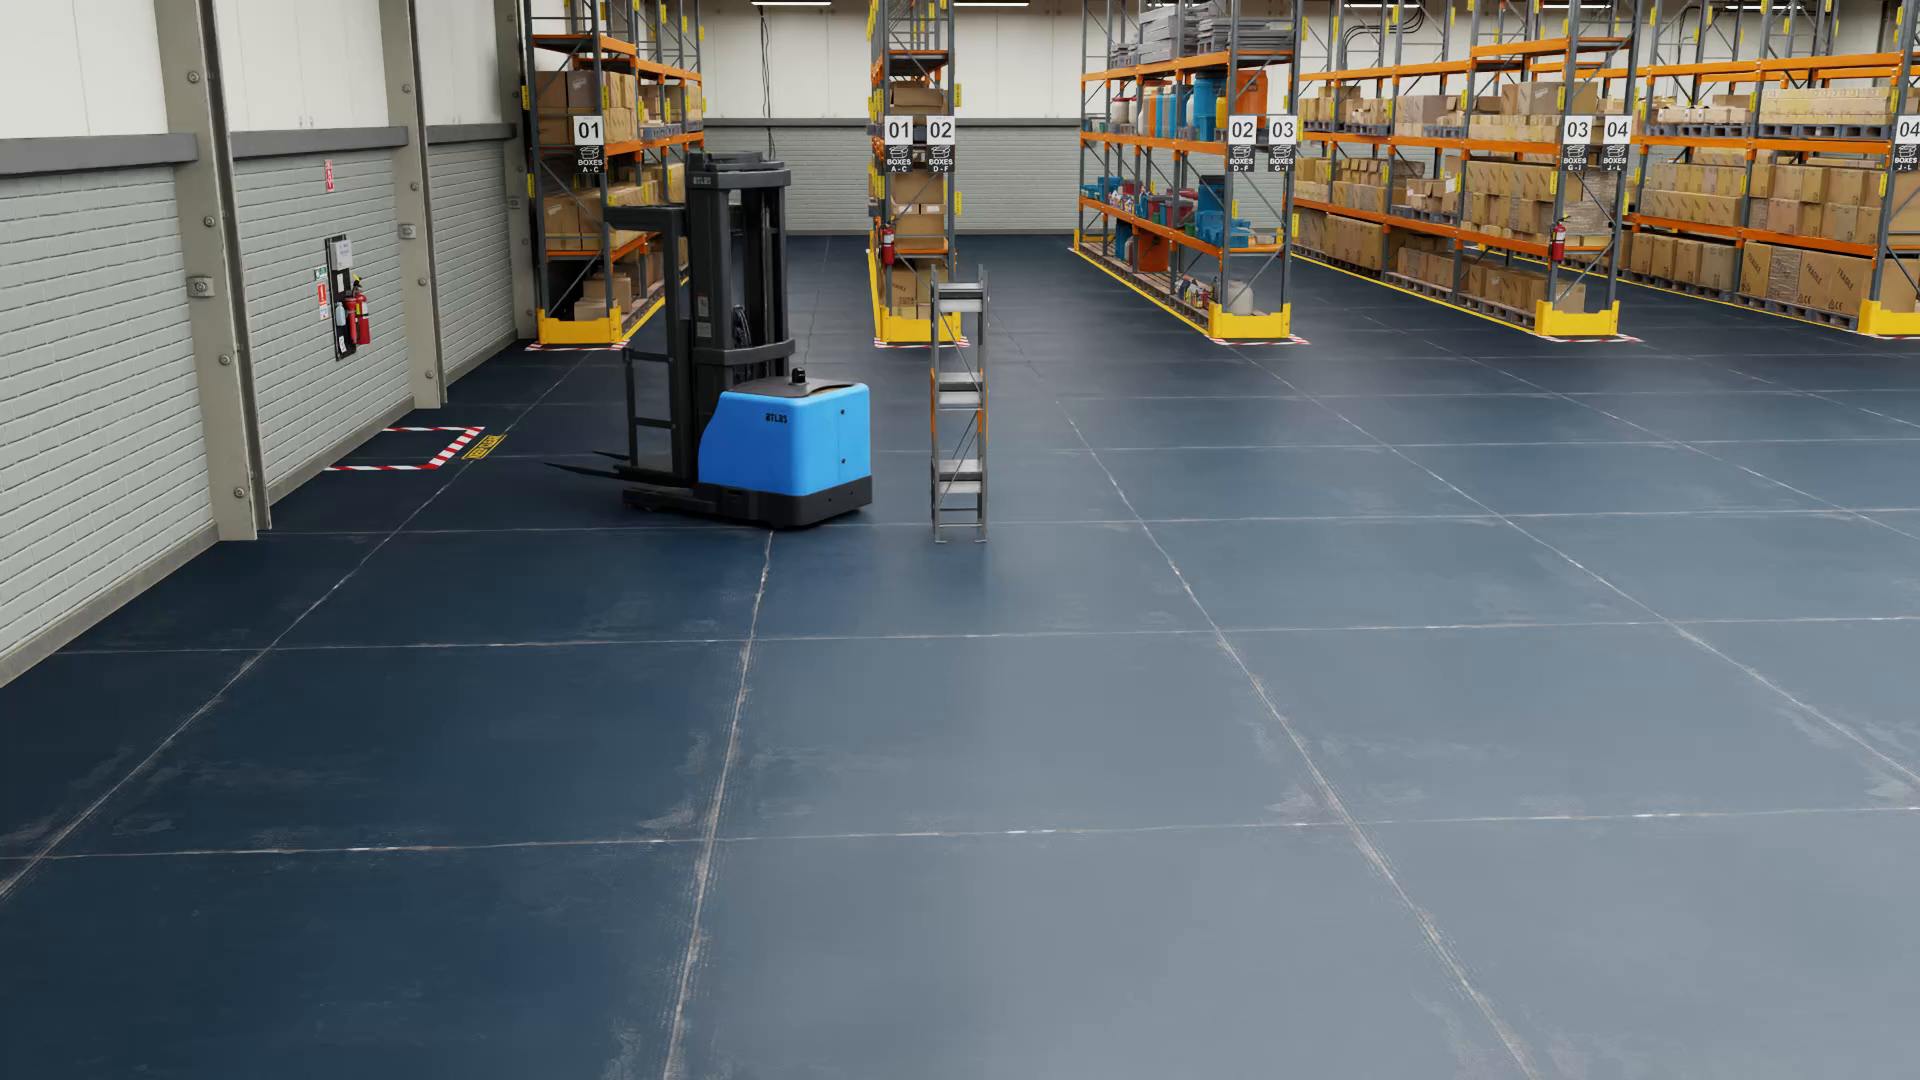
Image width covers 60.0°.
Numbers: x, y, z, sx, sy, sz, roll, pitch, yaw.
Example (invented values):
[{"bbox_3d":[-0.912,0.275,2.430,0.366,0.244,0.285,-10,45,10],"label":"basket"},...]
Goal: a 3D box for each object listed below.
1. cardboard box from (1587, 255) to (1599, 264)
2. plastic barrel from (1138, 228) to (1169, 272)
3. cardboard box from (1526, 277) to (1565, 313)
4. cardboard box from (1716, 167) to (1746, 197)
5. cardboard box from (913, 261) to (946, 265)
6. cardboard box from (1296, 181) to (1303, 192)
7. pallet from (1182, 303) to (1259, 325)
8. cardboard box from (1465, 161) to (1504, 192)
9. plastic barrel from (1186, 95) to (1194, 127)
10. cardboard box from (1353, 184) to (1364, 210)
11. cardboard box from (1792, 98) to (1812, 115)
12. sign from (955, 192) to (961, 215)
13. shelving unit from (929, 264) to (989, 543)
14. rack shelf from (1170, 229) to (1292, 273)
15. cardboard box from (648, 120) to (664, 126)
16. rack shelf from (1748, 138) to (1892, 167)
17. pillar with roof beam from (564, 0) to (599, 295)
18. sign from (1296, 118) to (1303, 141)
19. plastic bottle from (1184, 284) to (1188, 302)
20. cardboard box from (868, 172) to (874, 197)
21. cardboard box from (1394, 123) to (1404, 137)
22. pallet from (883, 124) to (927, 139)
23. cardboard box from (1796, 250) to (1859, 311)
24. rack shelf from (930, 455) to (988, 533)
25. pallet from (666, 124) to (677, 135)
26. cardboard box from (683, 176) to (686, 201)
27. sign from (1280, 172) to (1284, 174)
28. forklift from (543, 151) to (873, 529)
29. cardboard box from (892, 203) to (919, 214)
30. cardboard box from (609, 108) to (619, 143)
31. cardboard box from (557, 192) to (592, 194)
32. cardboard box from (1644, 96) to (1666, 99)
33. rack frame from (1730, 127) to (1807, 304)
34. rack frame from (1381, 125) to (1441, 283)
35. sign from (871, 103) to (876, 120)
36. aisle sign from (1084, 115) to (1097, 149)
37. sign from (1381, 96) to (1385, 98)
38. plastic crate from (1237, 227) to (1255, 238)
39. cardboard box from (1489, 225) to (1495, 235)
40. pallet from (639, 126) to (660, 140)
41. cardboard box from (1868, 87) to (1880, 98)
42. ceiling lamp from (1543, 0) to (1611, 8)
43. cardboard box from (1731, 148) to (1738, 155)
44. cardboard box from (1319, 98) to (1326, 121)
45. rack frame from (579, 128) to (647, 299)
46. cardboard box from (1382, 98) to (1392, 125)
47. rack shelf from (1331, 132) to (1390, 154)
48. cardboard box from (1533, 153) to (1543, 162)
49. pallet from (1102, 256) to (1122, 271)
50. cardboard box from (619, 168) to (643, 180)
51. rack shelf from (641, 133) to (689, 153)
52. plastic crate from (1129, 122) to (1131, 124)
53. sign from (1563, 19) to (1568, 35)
[{"bbox_3d":[13.386,-6.007,34.526,0.500,0.500,0.500,-2,15,-6],"label":"cardboard box"},{"bbox_3d":[3.818,-5.740,32.827,0.600,0.830,0.708,-1,14,-3],"label":"plastic barrel"},{"bbox_3d":[9.211,-3.849,26.141,0.500,0.500,0.500,3,15,11],"label":"cardboard box"},{"bbox_3d":[13.943,-6.383,29.607,0.700,0.500,0.500,-1,14,-4],"label":"cardboard box"},{"bbox_3d":[-0.485,-4.146,26.289,0.500,0.500,0.500,-1,14,-3],"label":"cardboard box"},{"bbox_3d":[8.140,-8.226,38.680,0.500,0.250,0.500,-1,14,-5],"label":"cardboard box"},{"bbox_3d":[4.192,-3.649,26.784,1.003,0.211,1.213,-1,14,-3],"label":"pallet"},{"bbox_3d":[8.831,-6.108,27.943,0.500,0.500,0.500,-1,14,-3],"label":"cardboard box"},{"bbox_3d":[3.944,-7.071,27.402,0.421,0.512,0.421,0,14,0],"label":"plastic barrel"},{"bbox_3d":[8.440,-7.089,34.360,0.500,0.500,0.500,-1,14,-2],"label":"cardboard box"},{"bbox_3d":[13.829,-6.998,26.846,0.500,0.250,0.500,-1,14,-4],"label":"cardboard box"},{"bbox_3d":[-0.029,-4.865,24.020,0.100,0.325,0.005,-1,14,-3],"label":"sign"},{"bbox_3d":[-0.010,-1.058,12.925,0.431,2.100,0.503,-1,14,-3],"label":"shelving unit"},{"bbox_3d":[4.237,-4.625,26.427,1.077,0.370,4.000,-1,14,-3],"label":"rack shelf"},{"bbox_3d":[-5.709,-7.557,30.498,0.500,0.311,0.500,-1,14,-3],"label":"cardboard box"},{"bbox_3d":[14.137,-6.206,26.550,1.077,0.370,4.000,-1,14,-3],"label":"rack shelf"},{"bbox_3d":[-2.509,-8.948,29.745,9.100,9.000,0.400,-1,14,-3],"label":"pillar with roof beam"},{"bbox_3d":[4.910,-5.941,24.058,0.100,0.325,0.005,-1,14,-3],"label":"sign"},{"bbox_3d":[3.729,-4.073,27.404,0.061,0.283,0.133,0,14,-1],"label":"plastic bottle"},{"bbox_3d":[-1.521,-7.516,35.174,0.700,0.500,0.500,-6,16,-22],"label":"cardboard box"},{"bbox_3d":[8.584,-7.802,31.609,0.500,0.250,0.500,-1,14,-2],"label":"cardboard box"},{"bbox_3d":[-0.680,-6.291,25.615,1.003,0.211,1.213,-1,14,-3],"label":"pallet"},{"bbox_3d":[14.096,-4.165,26.616,0.875,0.875,0.875,-1,14,-4],"label":"cardboard box"},{"bbox_3d":[-0.010,-0.367,13.103,0.431,0.518,0.480,-1,14,-3],"label":"rack shelf"},{"bbox_3d":[-6.188,-8.112,32.892,1.003,0.211,1.213,0,14,-1],"label":"pallet"},{"bbox_3d":[-5.949,-7.272,34.433,0.500,0.500,0.500,-1,14,-3],"label":"cardboard box"},{"bbox_3d":[7.759,-8.982,40.022,0.100,0.325,0.005,-1,14,-3],"label":"sign"},{"bbox_3d":[-2.257,-1.764,14.001,3.031,2.935,1.130,9,17,31],"label":"forklift"},{"bbox_3d":[-0.797,-4.855,24.375,0.380,0.149,0.250,-1,14,-4],"label":"cardboard box"},{"bbox_3d":[-5.296,-6.055,24.280,0.500,0.500,0.500,0,14,0],"label":"cardboard box"},{"bbox_3d":[-5.826,-4.991,25.162,0.500,0.500,0.500,-1,14,-5],"label":"cardboard box"},{"bbox_3d":[13.928,-8.762,33.302,0.396,0.266,0.258,-1,14,-3],"label":"cardboard box"},{"bbox_3d":[14.013,-5.599,28.768,1.000,3.000,0.127,-1,14,-3],"label":"rack frame"},{"bbox_3d":[8.809,-6.542,32.434,1.000,3.000,0.127,-1,14,-3],"label":"rack frame"},{"bbox_3d":[-1.621,-8.086,31.375,0.100,0.325,0.005,-1,14,-3],"label":"sign"},{"bbox_3d":[3.069,-9.728,39.597,0.394,0.787,0.004,-1,14,-3],"label":"aisle sign"},{"bbox_3d":[9.102,-9.403,35.865,0.100,0.325,0.005,-1,14,-3],"label":"sign"},{"bbox_3d":[4.466,-4.943,26.749,0.530,0.136,0.437,-1,14,-3],"label":"plastic crate"},{"bbox_3d":[8.872,-5.057,27.166,0.380,0.149,0.250,-1,14,-3],"label":"cardboard box"},{"bbox_3d":[-5.707,-6.835,27.929,1.213,0.211,1.003,-1,14,-3],"label":"pallet"},{"bbox_3d":[13.887,-6.714,24.941,0.380,0.149,0.250,-1,14,-3],"label":"cardboard box"},{"bbox_3d":[15.618,-15.047,41.736,2.000,3.185,0.800,-1,14,-3],"label":"ceiling lamp"},{"bbox_3d":[18.069,-8.988,38.432,0.380,0.149,0.250,-1,14,-3],"label":"cardboard box"},{"bbox_3d":[8.424,-9.618,37.122,0.700,0.500,0.500,0,14,-1],"label":"cardboard box"},{"bbox_3d":[-5.775,-5.318,27.676,1.000,3.000,0.127,-1,14,-3],"label":"rack frame"},{"bbox_3d":[8.699,-8.399,32.580,0.797,0.503,0.637,0,14,0],"label":"cardboard box"},{"bbox_3d":[8.685,-8.144,34.083,1.077,0.370,4.000,-1,14,-3],"label":"rack shelf"},{"bbox_3d":[13.181,-8.507,37.264,0.500,0.500,0.500,-1,14,-5],"label":"cardboard box"},{"bbox_3d":[3.624,-5.918,35.602,1.003,0.211,1.213,-1,14,-3],"label":"pallet"},{"bbox_3d":[-6.310,-6.987,31.820,0.500,0.250,0.500,0,14,-2],"label":"cardboard box"},{"bbox_3d":[-6.147,-7.915,33.192,1.077,0.370,4.000,-1,14,-3],"label":"rack shelf"},{"bbox_3d":[3.814,-9.163,36.863,0.497,0.269,0.590,-1,14,-3],"label":"plastic crate"},{"bbox_3d":[12.975,-10.981,35.612,0.100,0.325,0.005,-1,14,-3],"label":"sign"}]
